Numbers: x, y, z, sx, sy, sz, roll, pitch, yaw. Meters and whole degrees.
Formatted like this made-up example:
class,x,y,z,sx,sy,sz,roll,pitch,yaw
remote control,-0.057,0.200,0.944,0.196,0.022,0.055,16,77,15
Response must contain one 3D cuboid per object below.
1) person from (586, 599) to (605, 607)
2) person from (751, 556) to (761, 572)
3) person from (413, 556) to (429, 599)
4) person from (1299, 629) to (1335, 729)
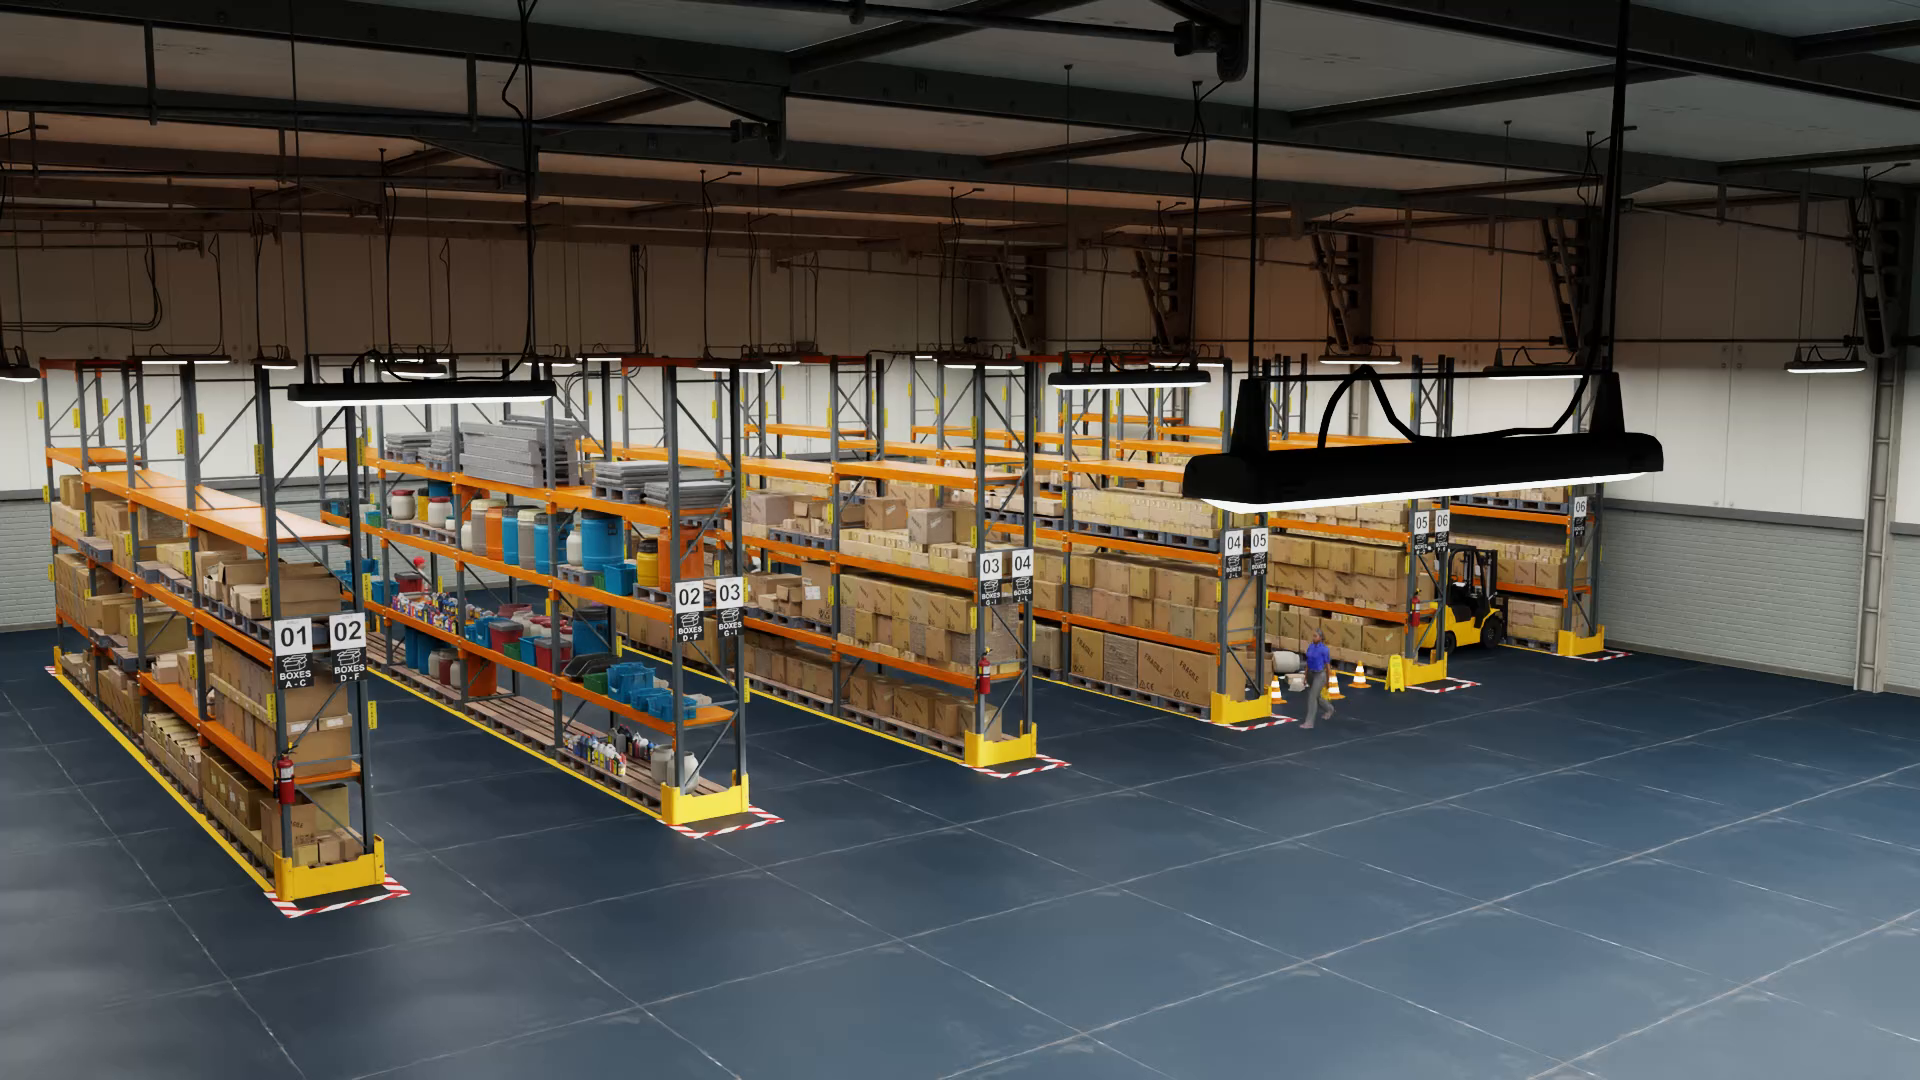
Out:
class,x,y,z,sx,sy,sz,roll,pitch,yaw
person,-7.203,1.604,32.920,0.446,1.533,0.998,-4,8,-32
person,-5.193,0.381,42.179,0.738,1.768,0.645,-2,7,-17
person,-11.374,1.239,35.053,0.660,1.785,0.442,6,9,41
person,5.889,2.250,27.284,0.965,1.609,0.446,-5,8,-35
